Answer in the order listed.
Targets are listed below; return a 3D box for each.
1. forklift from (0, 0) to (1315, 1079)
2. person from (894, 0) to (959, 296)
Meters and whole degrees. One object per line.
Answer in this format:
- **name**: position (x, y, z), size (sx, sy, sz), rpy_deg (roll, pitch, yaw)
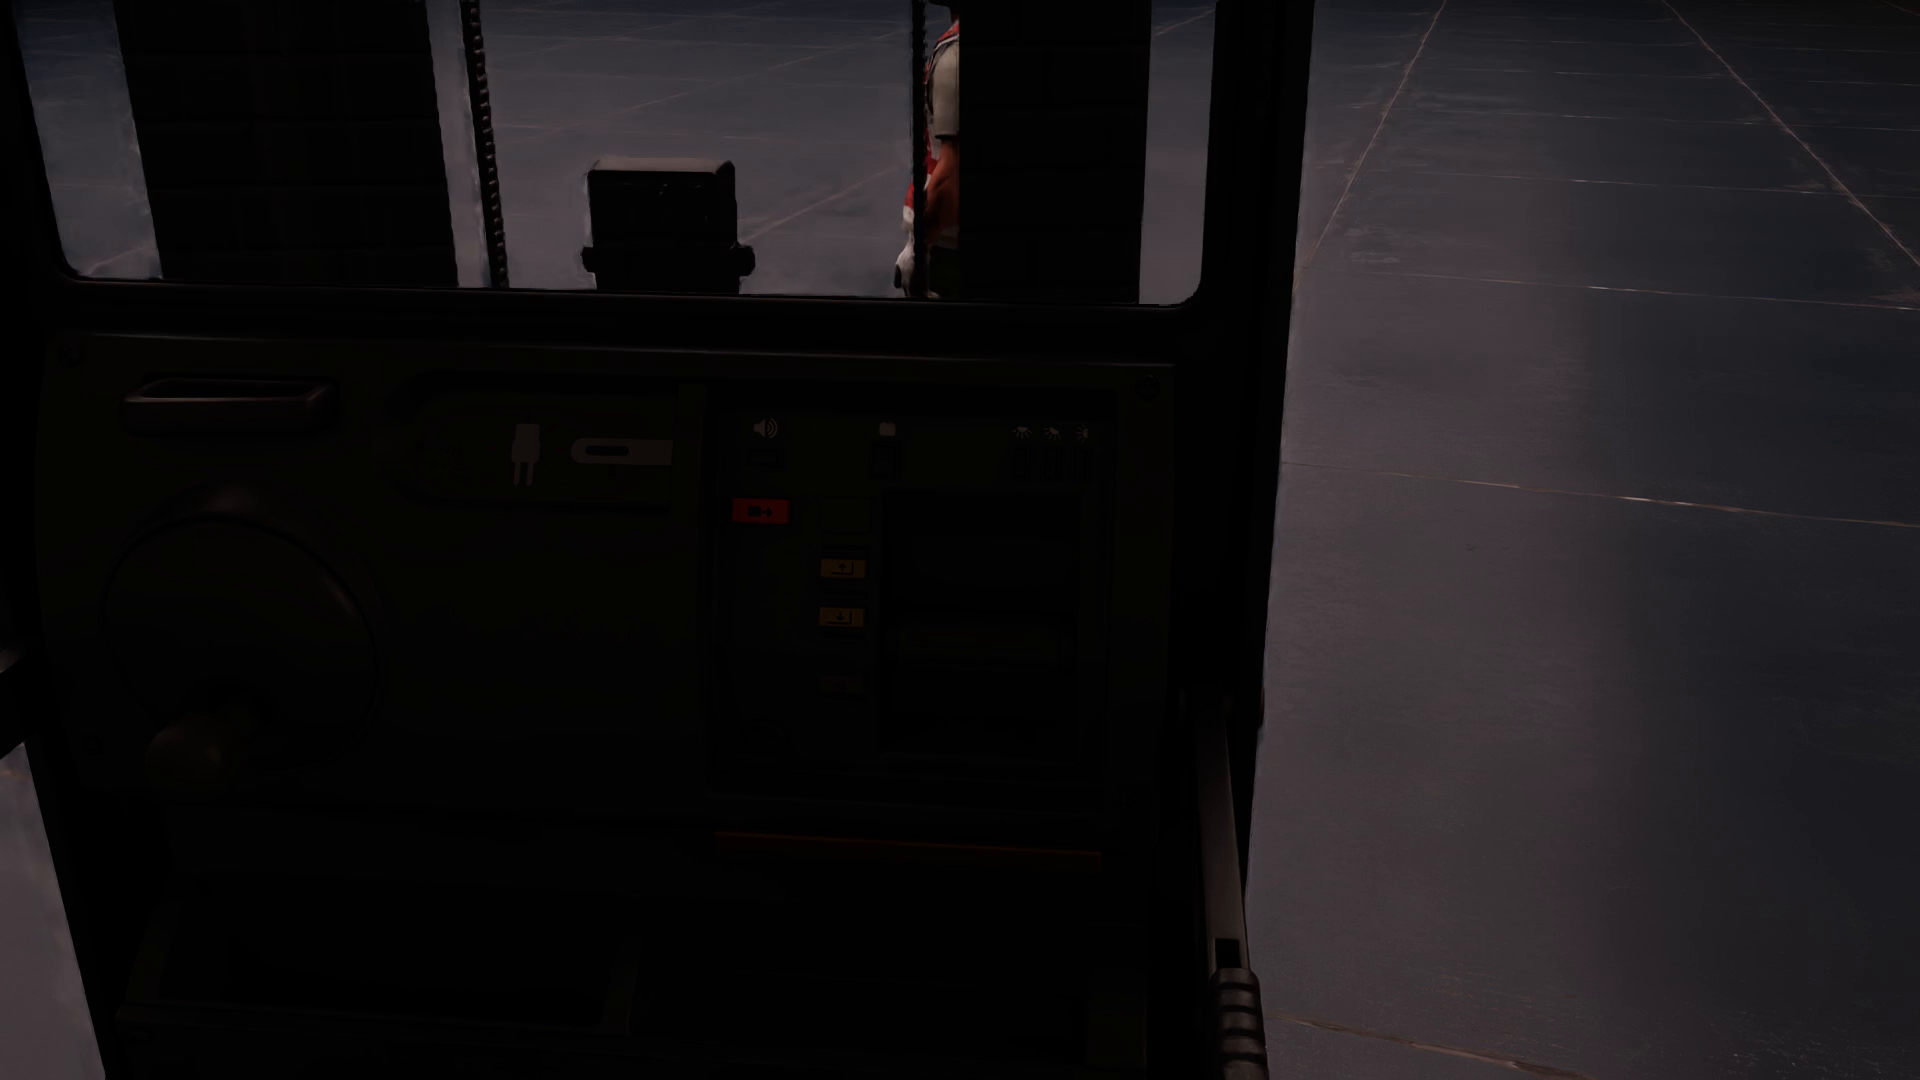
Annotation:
- **forklift**: position (-0.315, 0.053, 1.151), size (1.130, 2.935, 3.031), rpy_deg (2, 23, 5)
- **person**: position (-0.074, -0.883, 4.793), size (0.561, 1.789, 0.638), rpy_deg (7, 23, 16)
